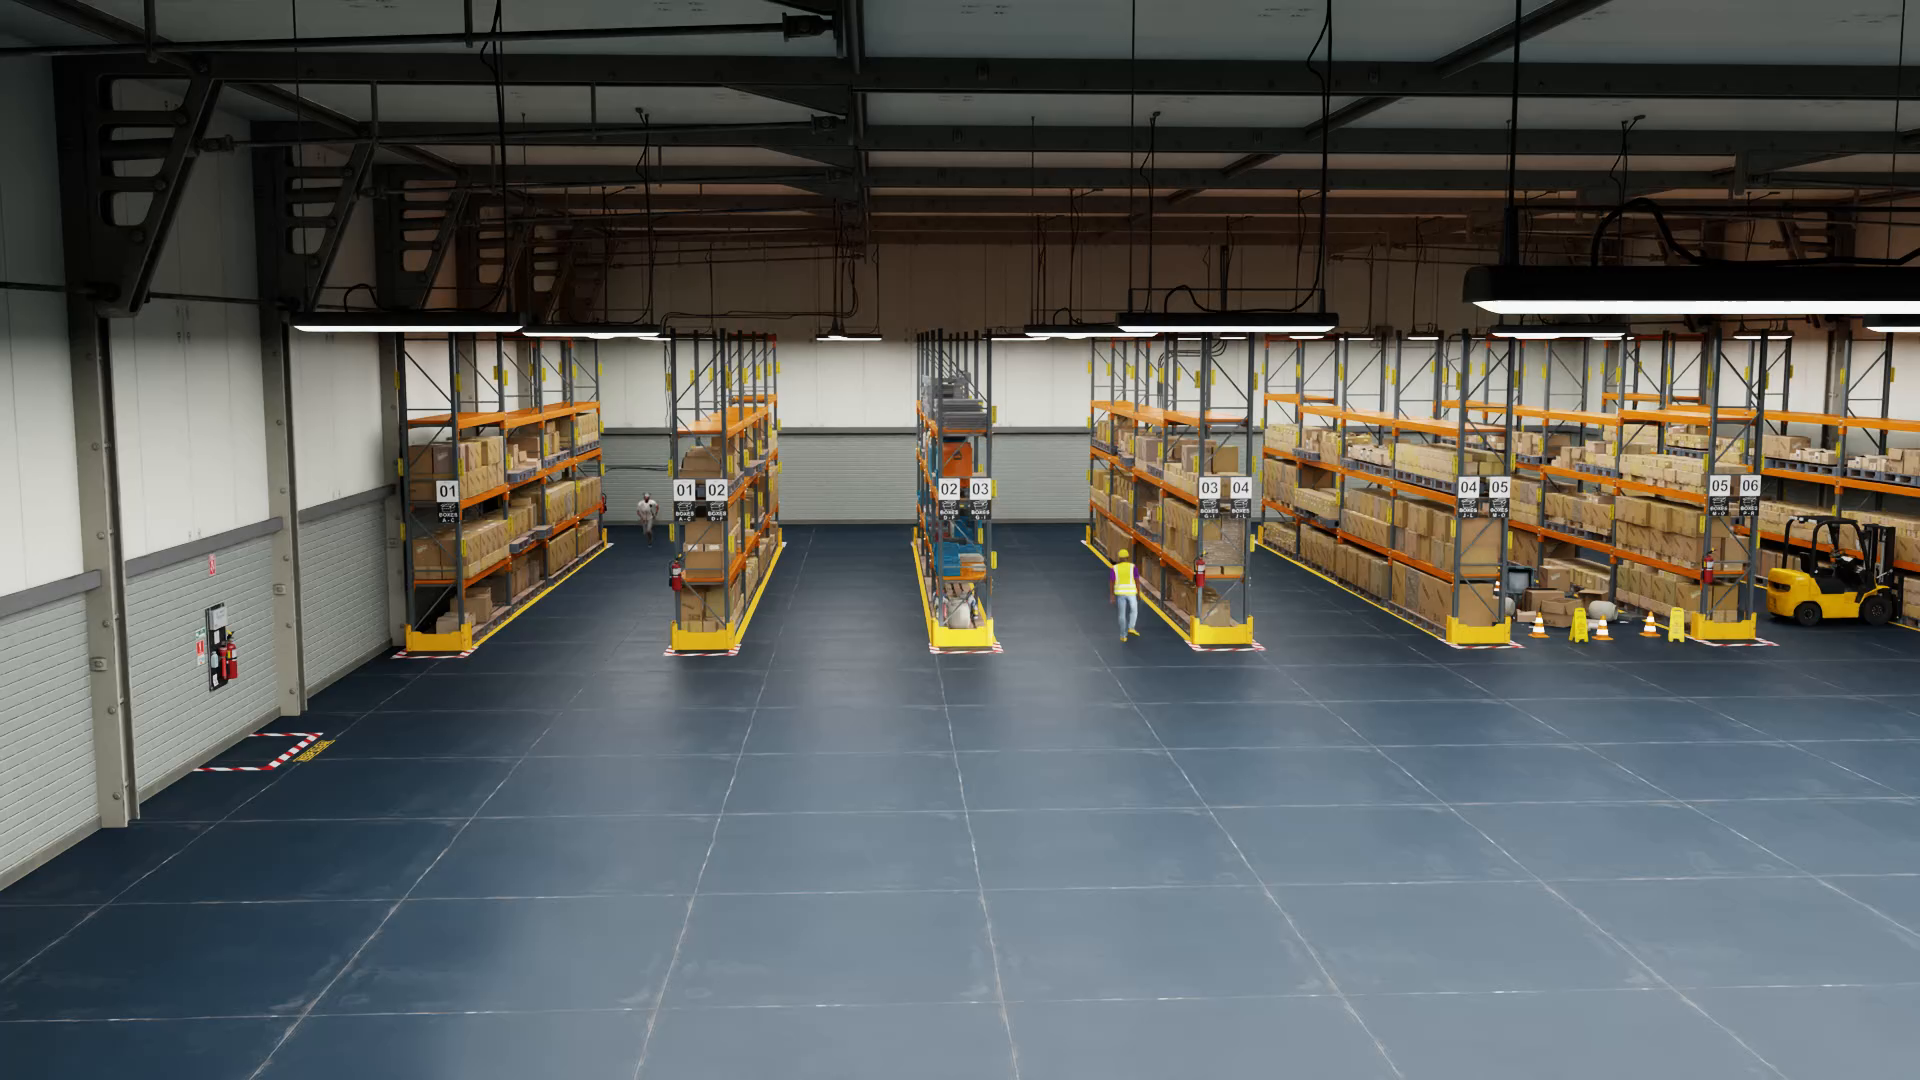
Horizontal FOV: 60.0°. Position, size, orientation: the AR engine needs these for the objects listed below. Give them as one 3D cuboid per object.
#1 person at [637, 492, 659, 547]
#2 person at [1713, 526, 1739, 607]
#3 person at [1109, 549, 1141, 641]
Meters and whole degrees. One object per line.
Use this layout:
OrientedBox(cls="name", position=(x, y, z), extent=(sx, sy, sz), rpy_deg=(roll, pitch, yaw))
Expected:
OrientedBox(cls="person", position=(-8.779, -0.576, 46.828), extent=(0.553, 1.585, 0.732), rpy_deg=(1, 7, 7))
OrientedBox(cls="person", position=(16.726, 0.580, 36.300), extent=(0.665, 1.783, 0.793), rpy_deg=(-1, 7, -8))
OrientedBox(cls="person", position=(3.195, 1.062, 32.139), extent=(0.618, 1.753, 0.514), rpy_deg=(1, 7, 9))
